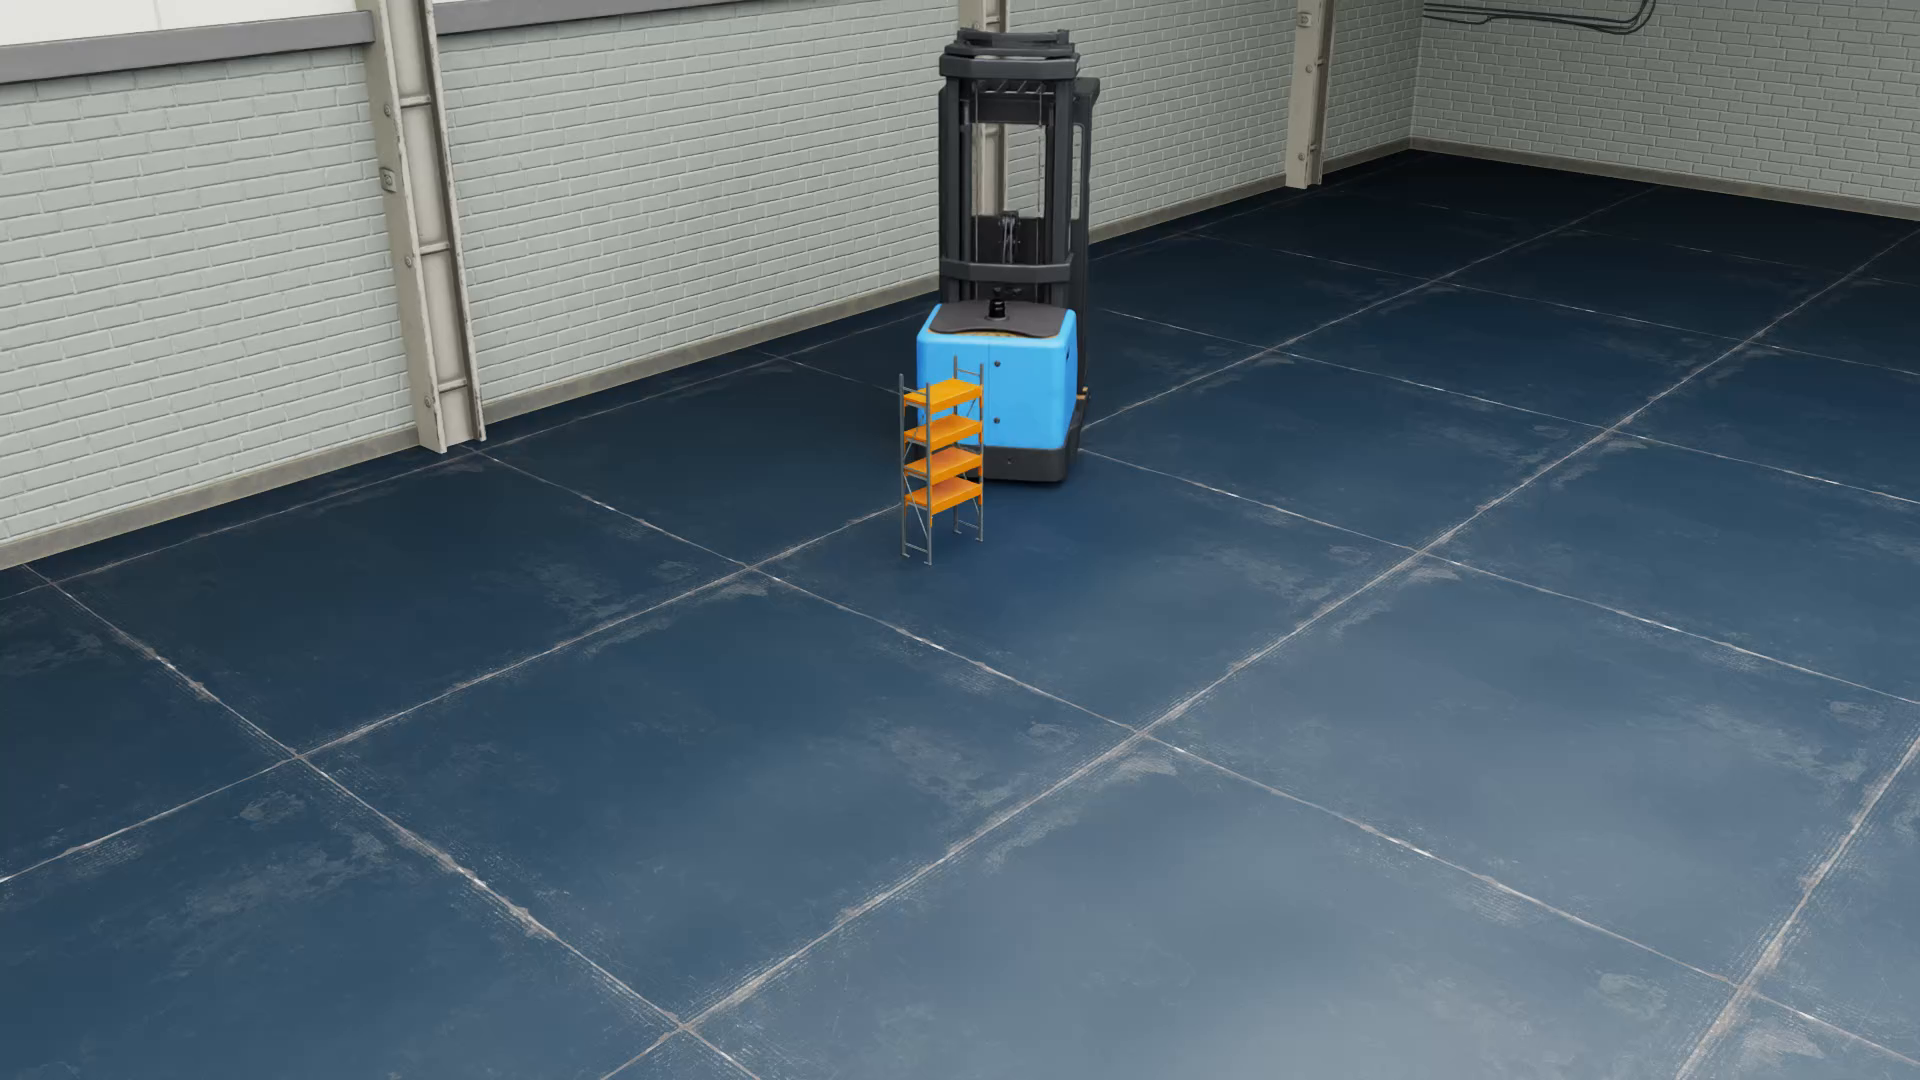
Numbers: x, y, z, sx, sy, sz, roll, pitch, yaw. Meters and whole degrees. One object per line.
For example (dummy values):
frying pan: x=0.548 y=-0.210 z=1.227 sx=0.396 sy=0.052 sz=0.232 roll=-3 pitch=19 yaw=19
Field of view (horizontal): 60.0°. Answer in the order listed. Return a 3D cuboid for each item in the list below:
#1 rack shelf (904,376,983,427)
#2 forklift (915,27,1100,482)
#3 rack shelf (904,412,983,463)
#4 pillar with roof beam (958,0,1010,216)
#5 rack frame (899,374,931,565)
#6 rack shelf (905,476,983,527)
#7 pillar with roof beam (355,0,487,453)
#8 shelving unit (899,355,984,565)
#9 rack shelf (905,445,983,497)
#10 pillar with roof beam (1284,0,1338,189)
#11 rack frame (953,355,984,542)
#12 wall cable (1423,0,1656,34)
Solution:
rack shelf: x=-0.110 y=-0.856 z=10.231 sx=0.258 sy=0.148 sz=0.480 roll=20 pitch=31 yaw=38
forklift: x=0.427 y=-2.309 z=12.318 sx=1.130 sy=2.935 sz=3.031 roll=4 pitch=24 yaw=8
rack shelf: x=-0.110 y=-0.640 z=10.328 sx=0.258 sy=0.148 sz=0.480 roll=20 pitch=31 yaw=38
pillar with roof beam: x=3.429 y=-5.493 z=12.002 sx=9.100 sy=9.000 sz=0.400 roll=20 pitch=31 yaw=38
rack frame: x=-0.273 y=-0.423 z=10.226 sx=0.240 sy=1.200 sz=0.015 roll=20 pitch=31 yaw=38
rack shelf: x=-0.110 y=-0.254 z=10.501 sx=0.258 sy=0.148 sz=0.480 roll=20 pitch=31 yaw=38
pillar with roof beam: x=-0.575 y=-3.665 z=7.925 sx=9.100 sy=9.000 sz=0.400 roll=20 pitch=31 yaw=38
shelving unit: x=-0.110 y=-0.497 z=10.392 sx=0.258 sy=1.200 sz=0.503 roll=20 pitch=31 yaw=38
rack shelf: x=-0.110 y=-0.436 z=10.420 sx=0.258 sy=0.148 sz=0.480 roll=20 pitch=31 yaw=38
pillar with roof beam: x=7.434 y=-7.321 z=16.079 sx=9.100 sy=9.000 sz=0.400 roll=20 pitch=31 yaw=38
rack frame: x=0.052 y=-0.571 z=10.558 sx=0.240 sy=1.200 sz=0.015 roll=20 pitch=31 yaw=38
wall cable: x=7.179 y=-7.616 z=20.532 sx=3.097 sy=2.526 sz=0.112 roll=20 pitch=31 yaw=38
